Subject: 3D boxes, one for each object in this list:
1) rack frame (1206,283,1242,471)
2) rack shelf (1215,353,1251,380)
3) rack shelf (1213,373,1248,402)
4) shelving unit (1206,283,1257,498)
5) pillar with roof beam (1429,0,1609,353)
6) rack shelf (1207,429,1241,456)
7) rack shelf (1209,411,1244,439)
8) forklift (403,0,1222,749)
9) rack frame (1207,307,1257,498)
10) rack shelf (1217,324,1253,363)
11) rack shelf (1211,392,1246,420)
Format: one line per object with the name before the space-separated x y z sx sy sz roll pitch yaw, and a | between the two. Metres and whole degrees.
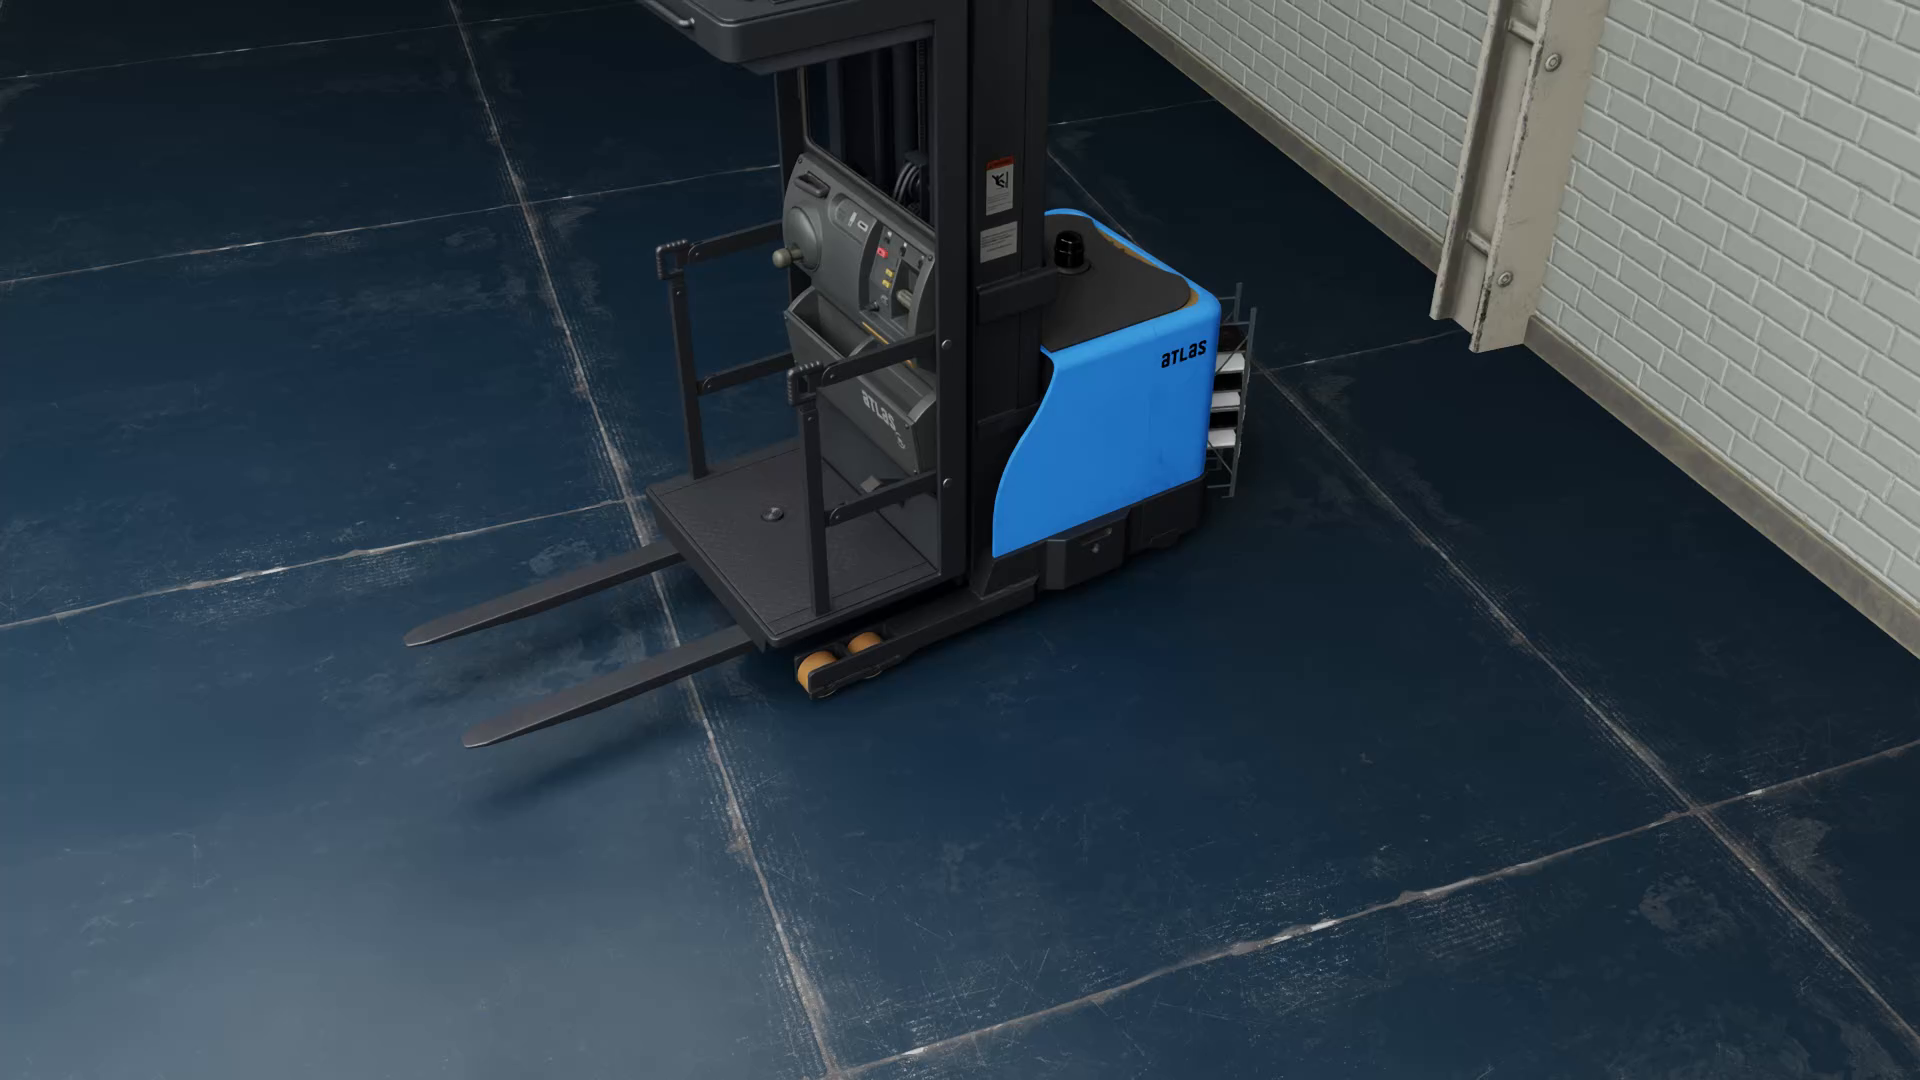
rack frame | 1.002 -0.652 6.868 0.240 0.900 0.006 -5 37 -7
rack shelf | 1.017 -0.709 6.699 0.258 0.077 0.200 -5 37 -7
rack shelf | 1.017 -0.637 6.753 0.258 0.077 0.200 -5 37 -7
shelving unit | 1.017 -0.591 6.787 0.258 0.900 0.210 -5 37 -7
pillar with roof beam | -1.510 -3.738 4.233 9.100 9.000 0.400 -12 39 -16
rack shelf | 1.017 -0.421 6.916 0.258 0.077 0.200 -5 37 -7
rack shelf | 1.017 -0.493 6.862 0.258 0.077 0.200 -5 37 -7
forklift | -0.530 -0.967 5.598 3.031 2.935 1.130 -21 42 -25
rack frame | 1.031 -0.531 6.707 0.240 0.900 0.006 -5 37 -7
rack shelf | 1.017 -0.781 6.645 0.258 0.077 0.200 -5 37 -7
rack shelf | 1.017 -0.565 6.807 0.258 0.077 0.200 -5 37 -7
